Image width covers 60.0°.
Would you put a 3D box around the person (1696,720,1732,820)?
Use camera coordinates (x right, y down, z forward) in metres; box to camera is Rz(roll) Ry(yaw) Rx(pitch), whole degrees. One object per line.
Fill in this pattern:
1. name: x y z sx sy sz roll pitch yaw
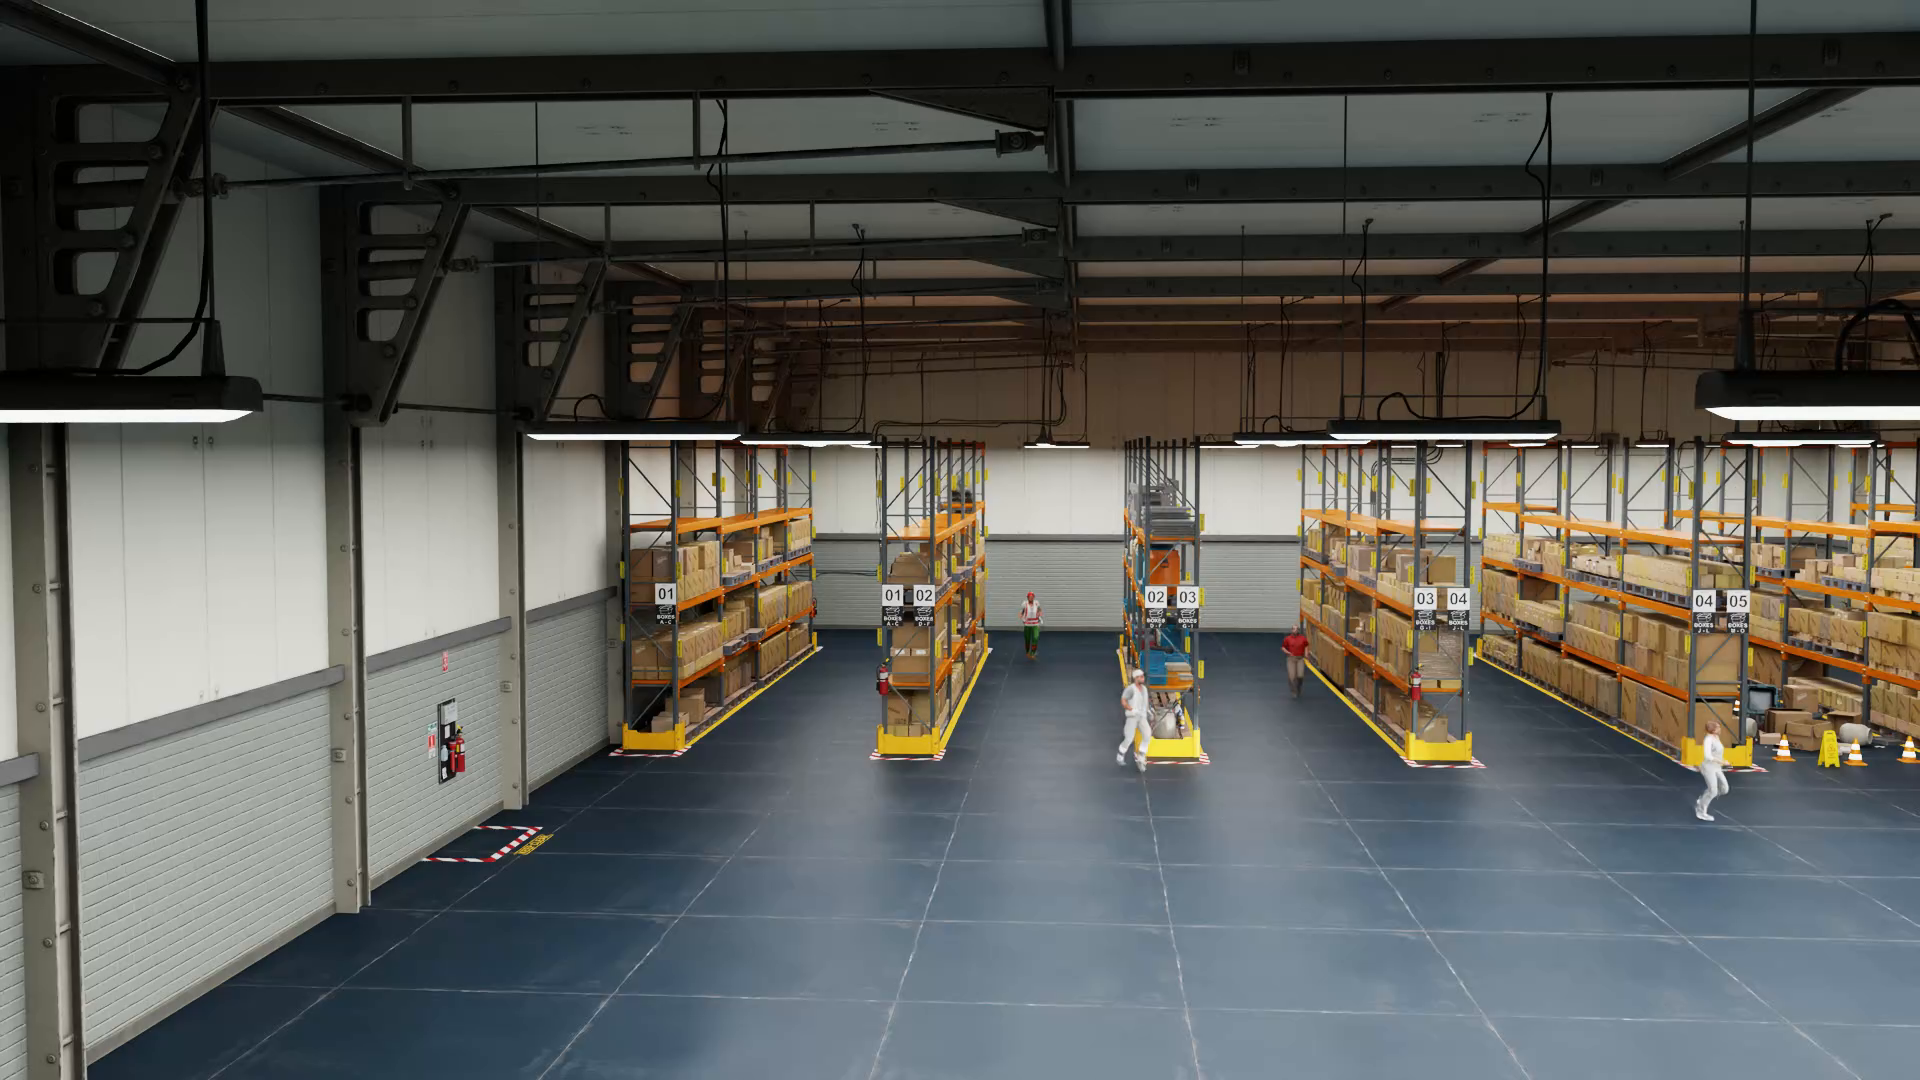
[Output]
1. person: 11.673 3.557 25.708 0.535 1.552 0.566 3 4 41

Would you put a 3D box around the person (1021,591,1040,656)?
1. person: 1.913 2.244 45.147 0.593 1.726 0.765 0 3 -1

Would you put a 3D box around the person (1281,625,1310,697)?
1. person: 7.808 2.816 38.648 0.658 1.686 0.591 0 3 7

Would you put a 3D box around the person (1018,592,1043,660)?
1. person: 1.868 2.252 43.692 0.661 1.761 0.876 0 3 -4

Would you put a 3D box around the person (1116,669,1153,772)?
1. person: 3.226 3.232 29.972 0.735 1.788 0.705 -2 4 -30
